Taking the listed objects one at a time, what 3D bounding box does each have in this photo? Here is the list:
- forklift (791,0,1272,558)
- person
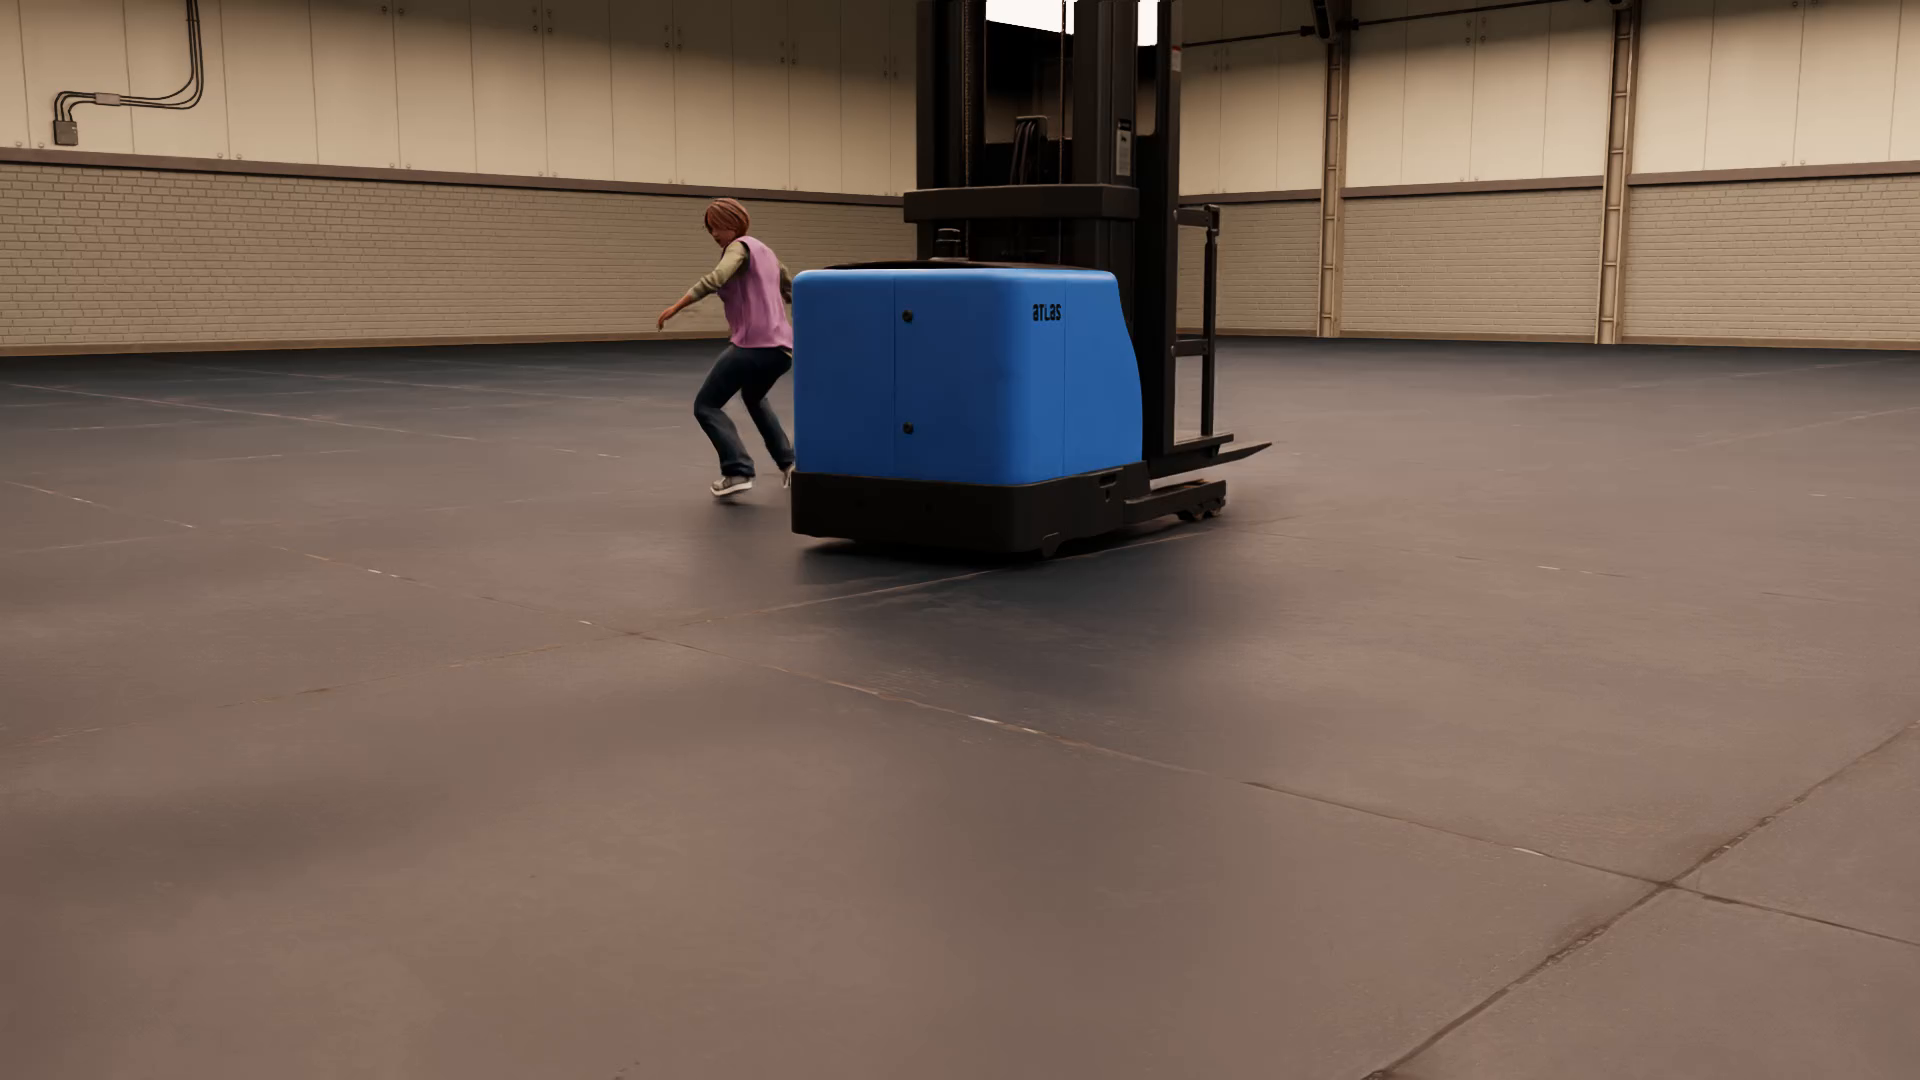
[{"bbox_3d":[0.536,-1.561,7.238,1.130,2.935,3.031,5,10,31],"label":"forklift"},{"bbox_3d":[-1.010,-0.897,8.136,0.515,1.527,0.907,5,10,28],"label":"person"}]
